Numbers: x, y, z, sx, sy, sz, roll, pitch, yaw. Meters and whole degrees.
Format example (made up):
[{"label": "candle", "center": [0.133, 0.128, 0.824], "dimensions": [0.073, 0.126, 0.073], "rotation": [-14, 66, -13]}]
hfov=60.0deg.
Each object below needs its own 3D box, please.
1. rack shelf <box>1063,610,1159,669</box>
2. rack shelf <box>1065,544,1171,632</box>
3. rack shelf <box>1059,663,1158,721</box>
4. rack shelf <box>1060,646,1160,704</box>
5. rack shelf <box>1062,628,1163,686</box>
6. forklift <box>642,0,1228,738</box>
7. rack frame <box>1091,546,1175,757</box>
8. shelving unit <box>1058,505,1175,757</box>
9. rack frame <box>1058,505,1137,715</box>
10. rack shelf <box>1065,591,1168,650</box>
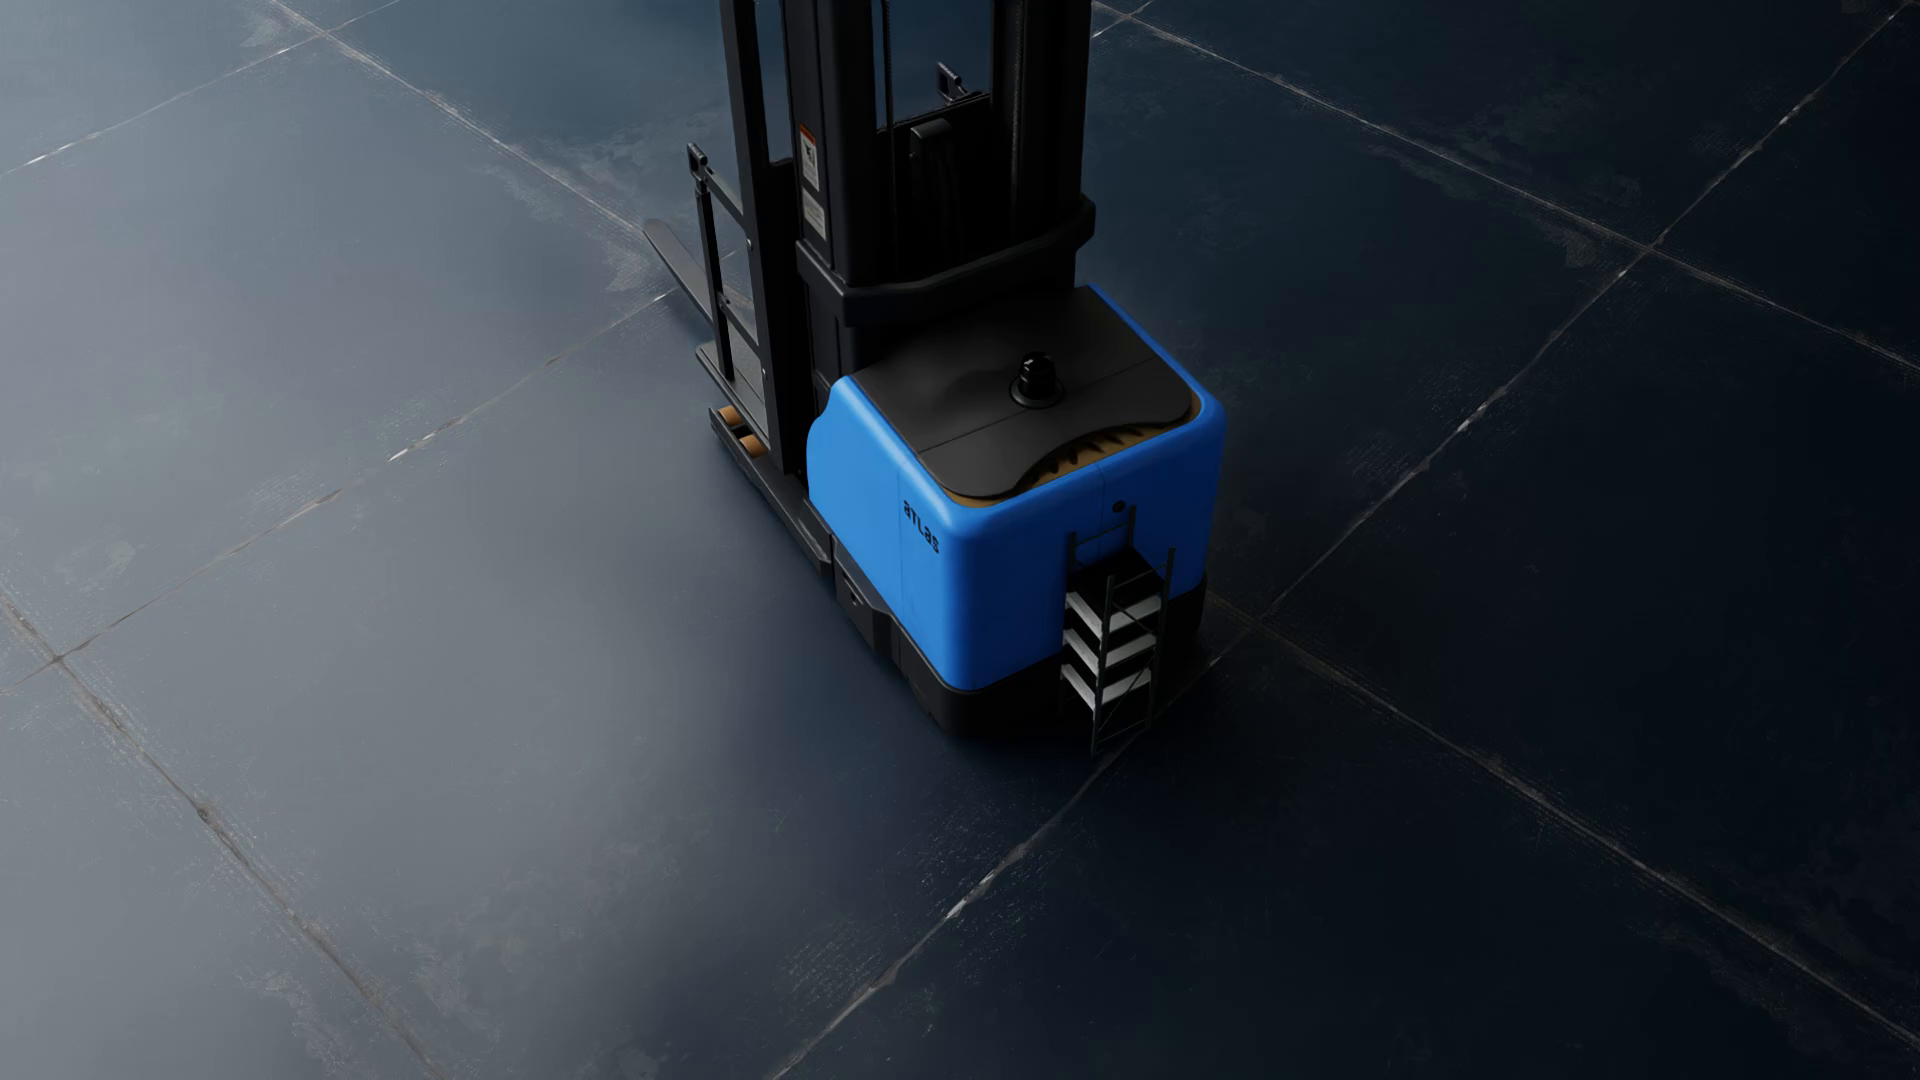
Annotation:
[{"label": "rack shelf", "center": [0.490, 0.271, 5.301], "dimensions": [0.258, 0.077, 0.200], "rotation": [-23, 51, -20]}, {"label": "rack shelf", "center": [0.490, 0.147, 5.170], "dimensions": [0.258, 0.077, 0.200], "rotation": [-23, 51, -20]}, {"label": "rack shelf", "center": [0.490, 0.455, 5.498], "dimensions": [0.258, 0.077, 0.200], "rotation": [-23, 51, -20]}, {"label": "rack shelf", "center": [0.490, 0.394, 5.432], "dimensions": [0.258, 0.077, 0.200], "rotation": [-23, 51, -20]}, {"label": "rack shelf", "center": [0.490, 0.332, 5.367], "dimensions": [0.258, 0.077, 0.200], "rotation": [-23, 51, -20]}, {"label": "forklift", "center": [-0.329, -1.410, 5.563], "dimensions": [1.130, 2.935, 3.031], "rotation": [-23, 51, -20]}, {"label": "rack frame", "center": [0.542, 0.373, 5.282], "dimensions": [0.240, 0.900, 0.006], "rotation": [-23, 51, -20]}, {"label": "shelving unit", "center": [0.490, 0.309, 5.342], "dimensions": [0.258, 0.900, 0.210], "rotation": [-23, 51, -20]}, {"label": "rack frame", "center": [0.439, 0.246, 5.402], "dimensions": [0.240, 0.900, 0.006], "rotation": [-23, 51, -20]}, {"label": "rack shelf", "center": [0.490, 0.209, 5.235], "dimensions": [0.258, 0.077, 0.200], "rotation": [-23, 51, -20]}]
